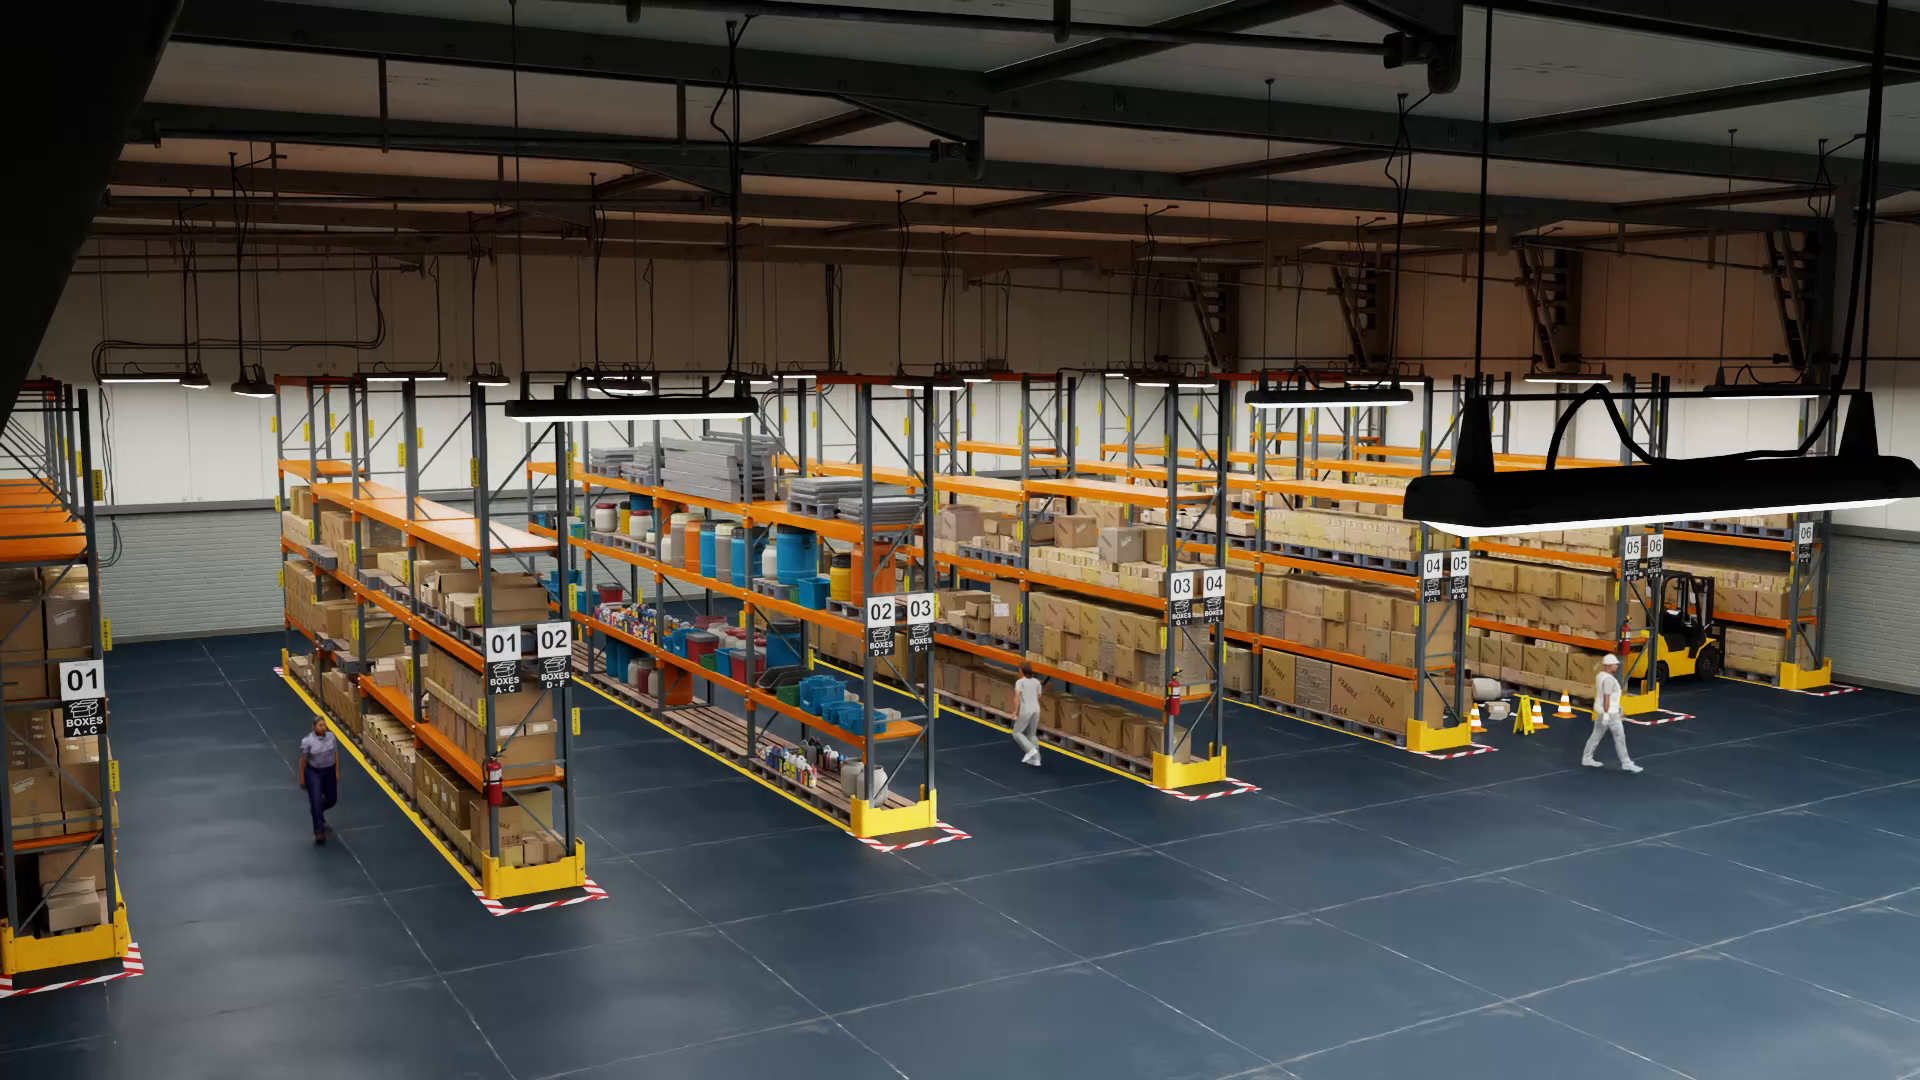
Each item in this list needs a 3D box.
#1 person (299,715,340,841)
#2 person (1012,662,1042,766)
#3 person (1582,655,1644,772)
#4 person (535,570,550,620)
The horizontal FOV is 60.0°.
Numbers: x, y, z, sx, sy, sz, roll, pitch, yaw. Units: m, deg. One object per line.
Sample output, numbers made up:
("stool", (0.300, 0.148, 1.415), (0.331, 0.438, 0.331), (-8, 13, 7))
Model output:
("person", (-8.516, 3.111, 22.105), (0.514, 1.608, 0.900), (-6, 9, -45))
("person", (1.060, 2.711, 26.066), (0.554, 1.568, 0.728), (-3, 7, -28))
("person", (10.049, 2.637, 25.603), (0.836, 1.753, 0.581), (0, 6, 3))
("person", (-9.407, 1.475, 37.078), (0.417, 1.606, 0.435), (-4, 8, -36))
